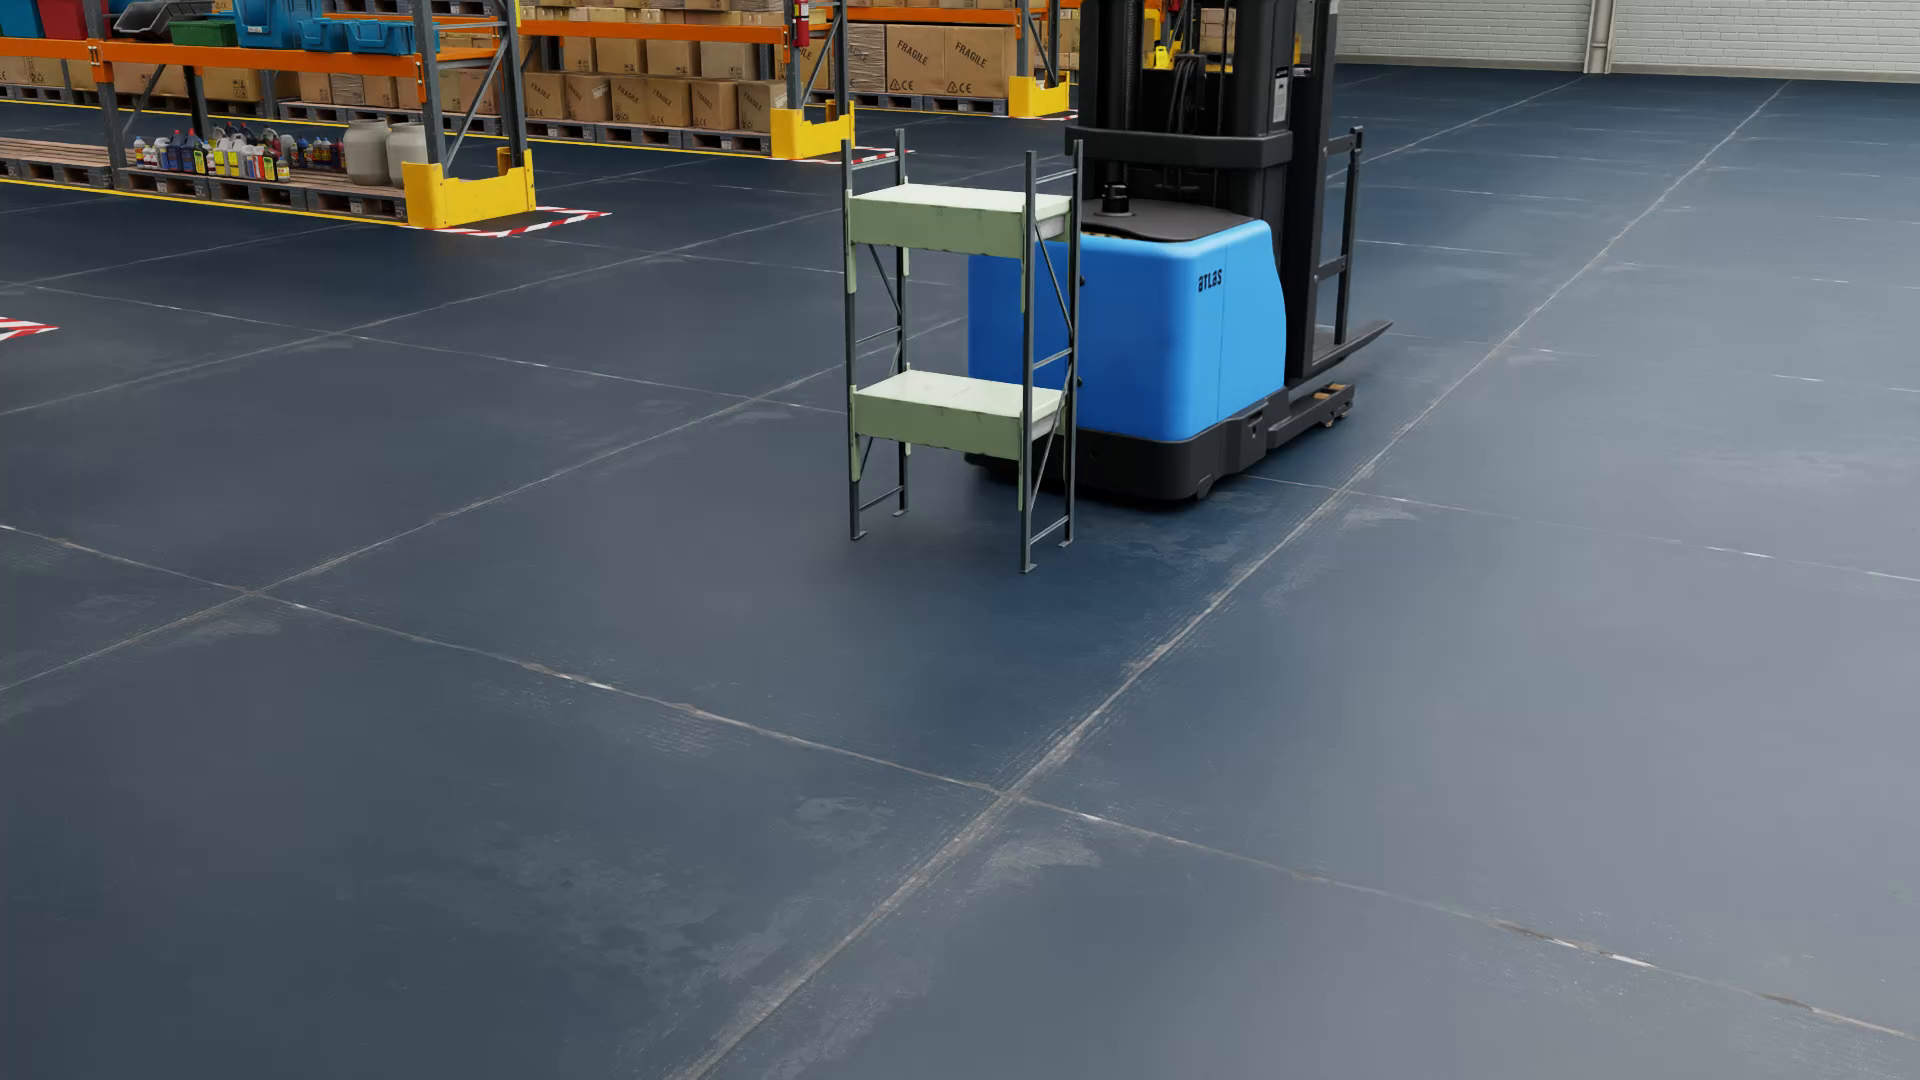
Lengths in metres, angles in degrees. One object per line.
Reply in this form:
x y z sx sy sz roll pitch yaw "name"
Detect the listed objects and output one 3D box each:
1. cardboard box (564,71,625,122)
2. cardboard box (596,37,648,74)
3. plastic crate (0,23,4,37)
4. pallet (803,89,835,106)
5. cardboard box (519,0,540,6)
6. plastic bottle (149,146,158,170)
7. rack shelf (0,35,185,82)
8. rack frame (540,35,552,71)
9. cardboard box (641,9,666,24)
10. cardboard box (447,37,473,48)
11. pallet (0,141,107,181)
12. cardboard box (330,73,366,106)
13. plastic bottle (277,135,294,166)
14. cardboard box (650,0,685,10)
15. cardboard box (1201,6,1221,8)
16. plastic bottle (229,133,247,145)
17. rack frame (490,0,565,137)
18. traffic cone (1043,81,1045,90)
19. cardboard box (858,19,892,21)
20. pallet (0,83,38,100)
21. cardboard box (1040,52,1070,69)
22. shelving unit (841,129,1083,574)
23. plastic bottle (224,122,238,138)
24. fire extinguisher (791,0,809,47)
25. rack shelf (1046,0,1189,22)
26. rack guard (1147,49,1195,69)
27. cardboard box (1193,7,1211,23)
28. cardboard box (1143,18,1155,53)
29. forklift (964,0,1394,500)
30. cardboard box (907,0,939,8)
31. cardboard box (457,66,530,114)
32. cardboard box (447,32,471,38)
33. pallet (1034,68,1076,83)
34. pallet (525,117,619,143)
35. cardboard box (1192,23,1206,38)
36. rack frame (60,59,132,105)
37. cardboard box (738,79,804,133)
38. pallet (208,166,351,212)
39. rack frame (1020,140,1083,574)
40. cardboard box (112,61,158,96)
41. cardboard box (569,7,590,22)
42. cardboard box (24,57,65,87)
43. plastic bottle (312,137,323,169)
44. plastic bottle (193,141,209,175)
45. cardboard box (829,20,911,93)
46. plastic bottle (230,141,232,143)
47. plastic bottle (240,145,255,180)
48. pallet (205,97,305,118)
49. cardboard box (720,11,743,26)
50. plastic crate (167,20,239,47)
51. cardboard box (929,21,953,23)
-4.152 -5.057 18.957 0.500 0.500 0.500 -17 26 -39 "cardboard box"
-4.717 -7.198 24.494 0.750 0.750 1.050 11 23 28 "cardboard box"
-9.059 -4.837 15.613 0.662 0.188 0.450 11 23 27 "plastic crate"
-1.852 -6.205 23.162 1.213 0.211 1.003 11 23 27 "pallet"
-4.622 -6.300 18.750 0.500 0.500 0.875 11 23 27 "cardboard box"
-7.159 -3.405 14.813 0.097 0.201 0.097 0 20 0 "plastic bottle"
-9.147 -4.726 16.049 4.000 0.370 1.077 11 23 27 "rack shelf"
-5.970 -8.331 24.933 0.127 3.000 1.000 11 23 27 "rack frame"
-3.203 -5.627 17.846 0.250 0.149 0.380 11 23 27 "cardboard box"
-7.593 -7.555 25.845 0.500 0.500 0.500 10 22 25 "cardboard box"
-9.174 -3.742 16.372 1.213 0.211 1.003 11 23 27 "pallet"
-7.392 -5.709 20.725 0.500 0.500 0.700 9 22 23 "cardboard box"
-6.108 -3.523 15.027 0.135 0.276 0.152 11 23 28 "plastic bottle"
-2.870 -5.971 17.843 0.500 0.500 0.875 11 23 27 "cardboard box"
4.561 -9.649 30.516 0.500 0.250 0.500 11 22 27 "cardboard box"
-6.581 -3.556 15.120 0.135 0.276 0.152 11 23 27 "plastic bottle"
-4.985 -6.206 19.075 0.127 3.000 1.000 11 23 27 "rack frame"
1.243 -6.319 23.107 0.334 0.463 0.336 11 23 27 "traffic cone"
-1.701 -10.328 33.489 0.500 0.500 0.500 12 23 29 "cardboard box"
-13.664 -6.578 24.189 1.213 0.211 1.003 11 23 27 "pallet"
1.595 -7.624 26.400 0.500 0.250 0.500 10 22 25 "cardboard box"
0.006 -0.704 6.106 0.755 1.500 0.431 11 23 27 "shelving unit"
-6.698 -3.672 15.328 0.185 0.351 0.144 10 22 26 "plastic bottle"
-1.618 -5.348 16.823 0.183 0.674 0.296 11 23 27 "fire extinguisher"
1.594 -8.485 26.414 4.000 0.370 1.077 11 23 27 "rack shelf"
3.274 -7.329 25.835 0.348 0.500 1.175 11 23 27 "rack guard"
4.309 -9.492 30.084 0.500 0.250 0.500 11 23 28 "cardboard box"
2.750 -7.969 26.251 0.500 0.500 0.500 10 22 26 "cardboard box"
1.238 -1.983 7.534 1.130 2.935 3.031 12 23 31 "forklift"
-0.250 -7.335 21.967 0.550 0.550 0.875 11 23 27 "cardboard box"
-5.511 -5.346 19.725 0.500 0.500 0.700 9 22 23 "cardboard box"
-7.577 -7.911 25.727 0.500 0.250 0.500 11 23 29 "cardboard box"
1.521 -7.542 26.846 1.213 0.211 1.003 11 23 27 "pallet"
-4.382 -4.794 19.271 1.213 0.211 1.003 11 23 27 "pallet"
4.286 -9.263 30.186 0.500 0.250 0.500 10 22 26 "cardboard box"
-11.969 -7.536 22.742 0.127 3.000 1.000 11 23 27 "rack frame"
-2.030 -4.672 17.896 0.500 0.500 0.500 16 25 37 "cardboard box"
-5.765 -3.094 14.585 1.213 0.211 1.003 11 23 27 "pallet"
0.325 -0.643 5.939 0.023 1.500 0.400 11 23 27 "rack frame"
-10.620 -6.486 22.347 0.875 0.875 1.225 10 22 25 "cardboard box"
-4.079 -5.791 18.300 0.250 0.149 0.380 11 23 27 "cardboard box"
-12.506 -6.869 23.401 0.875 0.875 0.875 11 23 27 "cardboard box"
-5.726 -3.458 14.856 0.097 0.271 0.097 0 20 0 "plastic bottle"
-6.610 -3.332 14.491 0.133 0.283 0.061 12 23 30 "plastic bottle"
-1.174 -6.590 22.634 0.875 0.875 0.875 11 23 28 "cardboard box"
-6.312 -3.346 14.540 0.135 0.276 0.152 11 23 27 "plastic bottle"
-6.054 -3.241 14.249 0.135 0.276 0.152 10 22 26 "plastic bottle"
-9.129 -5.714 21.807 1.213 0.211 1.003 11 23 27 "pallet"
-2.304 -5.477 17.432 0.250 0.149 0.380 11 23 27 "cardboard box"
-6.353 -4.322 14.192 0.662 0.188 0.450 11 23 27 "plastic crate"
-0.115 -10.167 32.860 0.625 0.625 0.875 12 23 29 "cardboard box"
